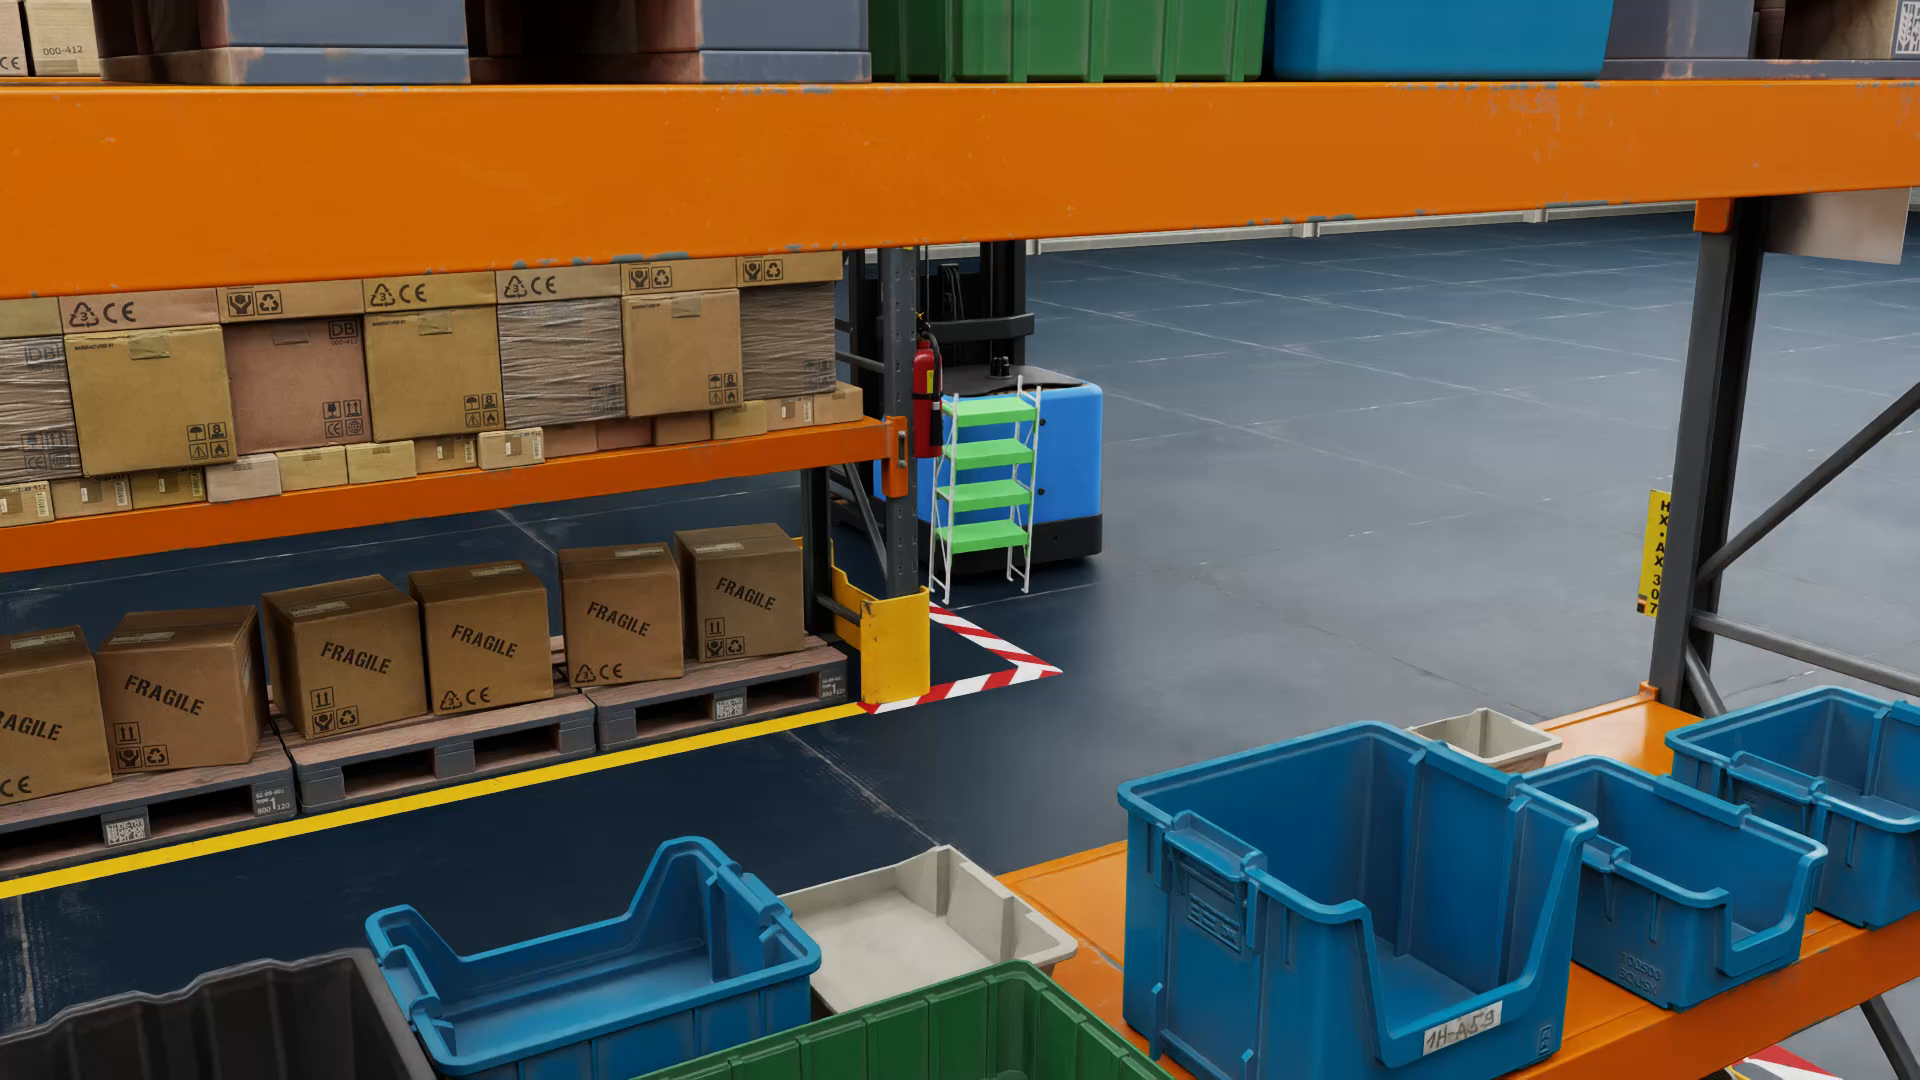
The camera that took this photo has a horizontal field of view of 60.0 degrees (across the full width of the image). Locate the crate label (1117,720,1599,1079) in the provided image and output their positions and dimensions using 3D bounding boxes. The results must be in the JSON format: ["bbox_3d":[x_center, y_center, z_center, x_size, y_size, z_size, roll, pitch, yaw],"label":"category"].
[{"bbox_3d":[0.611,0.602,2.638,0.616,0.435,0.502,-9,18,-30],"label":"crate label"}]

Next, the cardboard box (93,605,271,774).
[{"bbox_3d":[-3.079,0.585,6.620,0.500,0.500,0.500,-3,16,-12],"label":"cardboard box"}]

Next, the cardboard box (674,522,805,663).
[{"bbox_3d":[-1.045,0.239,7.852,0.500,0.500,0.500,-6,17,-19],"label":"cardboard box"}]

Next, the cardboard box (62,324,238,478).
[{"bbox_3d":[-3.066,-0.590,6.221,0.500,0.500,0.875,-9,18,-30],"label":"cardboard box"}]

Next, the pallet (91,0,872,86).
[{"bbox_3d":[-0.811,-0.619,1.854,1.003,0.211,1.213,-9,18,-30],"label":"pallet"}]

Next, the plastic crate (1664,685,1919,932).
[{"bbox_3d":[1.775,0.511,3.304,0.616,0.251,0.499,-9,18,-30],"label":"plastic crate"}]

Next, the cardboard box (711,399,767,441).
[{"bbox_3d":[-1.042,-0.555,7.299,0.250,0.149,0.380,-9,18,-30],"label":"cardboard box"}]

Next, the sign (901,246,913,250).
[{"bbox_3d":[-0.233,-1.423,7.200,0.005,0.325,0.100,-9,18,-30],"label":"sign"}]

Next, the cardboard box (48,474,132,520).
[{"bbox_3d":[-3.170,-0.201,6.036,0.250,0.149,0.380,-9,18,-30],"label":"cardboard box"}]

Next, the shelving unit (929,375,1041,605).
[{"bbox_3d":[0.130,-0.274,9.121,0.503,1.200,0.258,-7,23,-24],"label":"shelving unit"}]

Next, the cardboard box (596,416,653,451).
[{"bbox_3d":[-1.499,-0.499,7.098,0.250,0.149,0.380,-9,18,-30],"label":"cardboard box"}]

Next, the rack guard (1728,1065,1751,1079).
[{"bbox_3d":[2.009,1.526,4.040,0.348,0.500,1.175,-9,18,-30],"label":"rack guard"}]

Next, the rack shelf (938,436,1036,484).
[{"bbox_3d":[0.138,-0.438,9.057,0.480,0.148,0.258,-7,23,-24],"label":"rack shelf"}]

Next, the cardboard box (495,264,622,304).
[{"bbox_3d":[-1.701,-1.244,6.703,0.500,0.500,0.500,-9,18,-30],"label":"cardboard box"}]

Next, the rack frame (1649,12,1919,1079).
[{"bbox_3d":[2.048,0.300,3.782,0.053,2.616,0.949,-9,18,-30],"label":"rack frame"}]

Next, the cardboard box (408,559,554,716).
[{"bbox_3d":[-2.086,0.413,7.232,0.500,0.500,0.500,-7,17,-25],"label":"cardboard box"}]

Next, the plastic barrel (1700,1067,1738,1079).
[{"bbox_3d":[1.525,1.406,3.669,0.421,0.512,0.421,0,16,0],"label":"plastic barrel"}]

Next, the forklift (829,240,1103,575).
[{"bbox_3d":[-0.295,-1.560,10.545,1.130,2.935,3.031,-8,18,-27],"label":"forklift"}]

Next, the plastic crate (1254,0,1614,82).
[{"bbox_3d":[0.570,-0.801,2.182,0.575,0.384,0.392,-9,18,-30],"label":"plastic crate"}]

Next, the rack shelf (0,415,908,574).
[{"bbox_3d":[-2.216,-0.221,6.972,4.000,0.370,1.077,-9,18,-30],"label":"rack shelf"}]

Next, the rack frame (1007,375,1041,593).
[{"bbox_3d":[0.351,-0.302,9.220,0.015,1.200,0.240,-7,23,-24],"label":"rack frame"}]

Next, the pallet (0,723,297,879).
[{"bbox_3d":[-3.372,0.952,6.622,1.213,0.211,1.003,-9,18,-30],"label":"pallet"}]

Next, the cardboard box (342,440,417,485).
[{"bbox_3d":[-2.312,-0.340,6.530,0.250,0.149,0.380,-9,18,-30],"label":"cardboard box"}]

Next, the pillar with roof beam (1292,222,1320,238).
[{"bbox_3d":[8.421,-8.792,25.103,0.400,9.000,9.100,-9,18,-30],"label":"pillar with roof beam"}]

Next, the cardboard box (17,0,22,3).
[{"bbox_3d":[-3.354,-2.036,6.097,0.250,0.149,0.380,-10,19,-32],"label":"cardboard box"}]

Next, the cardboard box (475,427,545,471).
[{"bbox_3d":[-1.871,-0.404,6.759,0.250,0.149,0.380,-9,18,-30],"label":"cardboard box"}]

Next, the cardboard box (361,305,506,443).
[{"bbox_3d":[-2.239,-0.743,6.766,0.500,0.500,0.875,-9,18,-30],"label":"cardboard box"}]

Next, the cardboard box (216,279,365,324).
[{"bbox_3d":[-2.557,-1.105,6.205,0.500,0.500,0.500,-9,18,-30],"label":"cardboard box"}]

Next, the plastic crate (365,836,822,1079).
[{"bbox_3d":[-0.570,0.712,2.588,0.616,0.251,0.499,-9,18,-30],"label":"plastic crate"}]

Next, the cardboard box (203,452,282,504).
[{"bbox_3d":[-2.725,-0.263,6.257,0.250,0.149,0.380,-9,18,-30],"label":"cardboard box"}]

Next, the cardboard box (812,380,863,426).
[{"bbox_3d":[-0.639,-0.637,7.589,0.250,0.149,0.380,-9,18,-30],"label":"cardboard box"}]

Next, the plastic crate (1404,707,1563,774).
[{"bbox_3d":[1.117,0.478,3.636,0.250,0.136,0.298,-9,18,-30],"label":"plastic crate"}]

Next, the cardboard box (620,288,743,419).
[{"bbox_3d":[-1.354,-0.869,7.216,0.500,0.500,0.875,-9,18,-30],"label":"cardboard box"}]

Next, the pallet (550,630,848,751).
[{"bbox_3d":[-1.281,0.613,7.832,1.213,0.211,1.003,-9,18,-30],"label":"pallet"}]

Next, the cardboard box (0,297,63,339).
[{"bbox_3d":[-3.413,-0.966,5.708,0.500,0.500,0.500,-9,18,-30],"label":"cardboard box"}]

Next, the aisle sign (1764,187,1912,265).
[{"bbox_3d":[1.960,-1.029,3.705,0.004,0.787,0.394,-9,18,-30],"label":"aisle sign"}]

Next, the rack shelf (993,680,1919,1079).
[{"bbox_3d":[0.335,0.925,2.884,4.000,0.370,1.077,-9,18,-30],"label":"rack shelf"}]

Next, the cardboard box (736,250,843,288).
[{"bbox_3d":[-0.845,-1.384,7.202,0.500,0.500,0.500,-9,18,-30],"label":"cardboard box"}]

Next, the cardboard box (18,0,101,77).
[{"bbox_3d":[-2.961,-1.739,5.777,0.500,0.250,0.500,-9,18,-30],"label":"cardboard box"}]

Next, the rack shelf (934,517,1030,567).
[{"bbox_3d":[0.116,0.009,9.231,0.480,0.148,0.258,-7,23,-24],"label":"rack shelf"}]
